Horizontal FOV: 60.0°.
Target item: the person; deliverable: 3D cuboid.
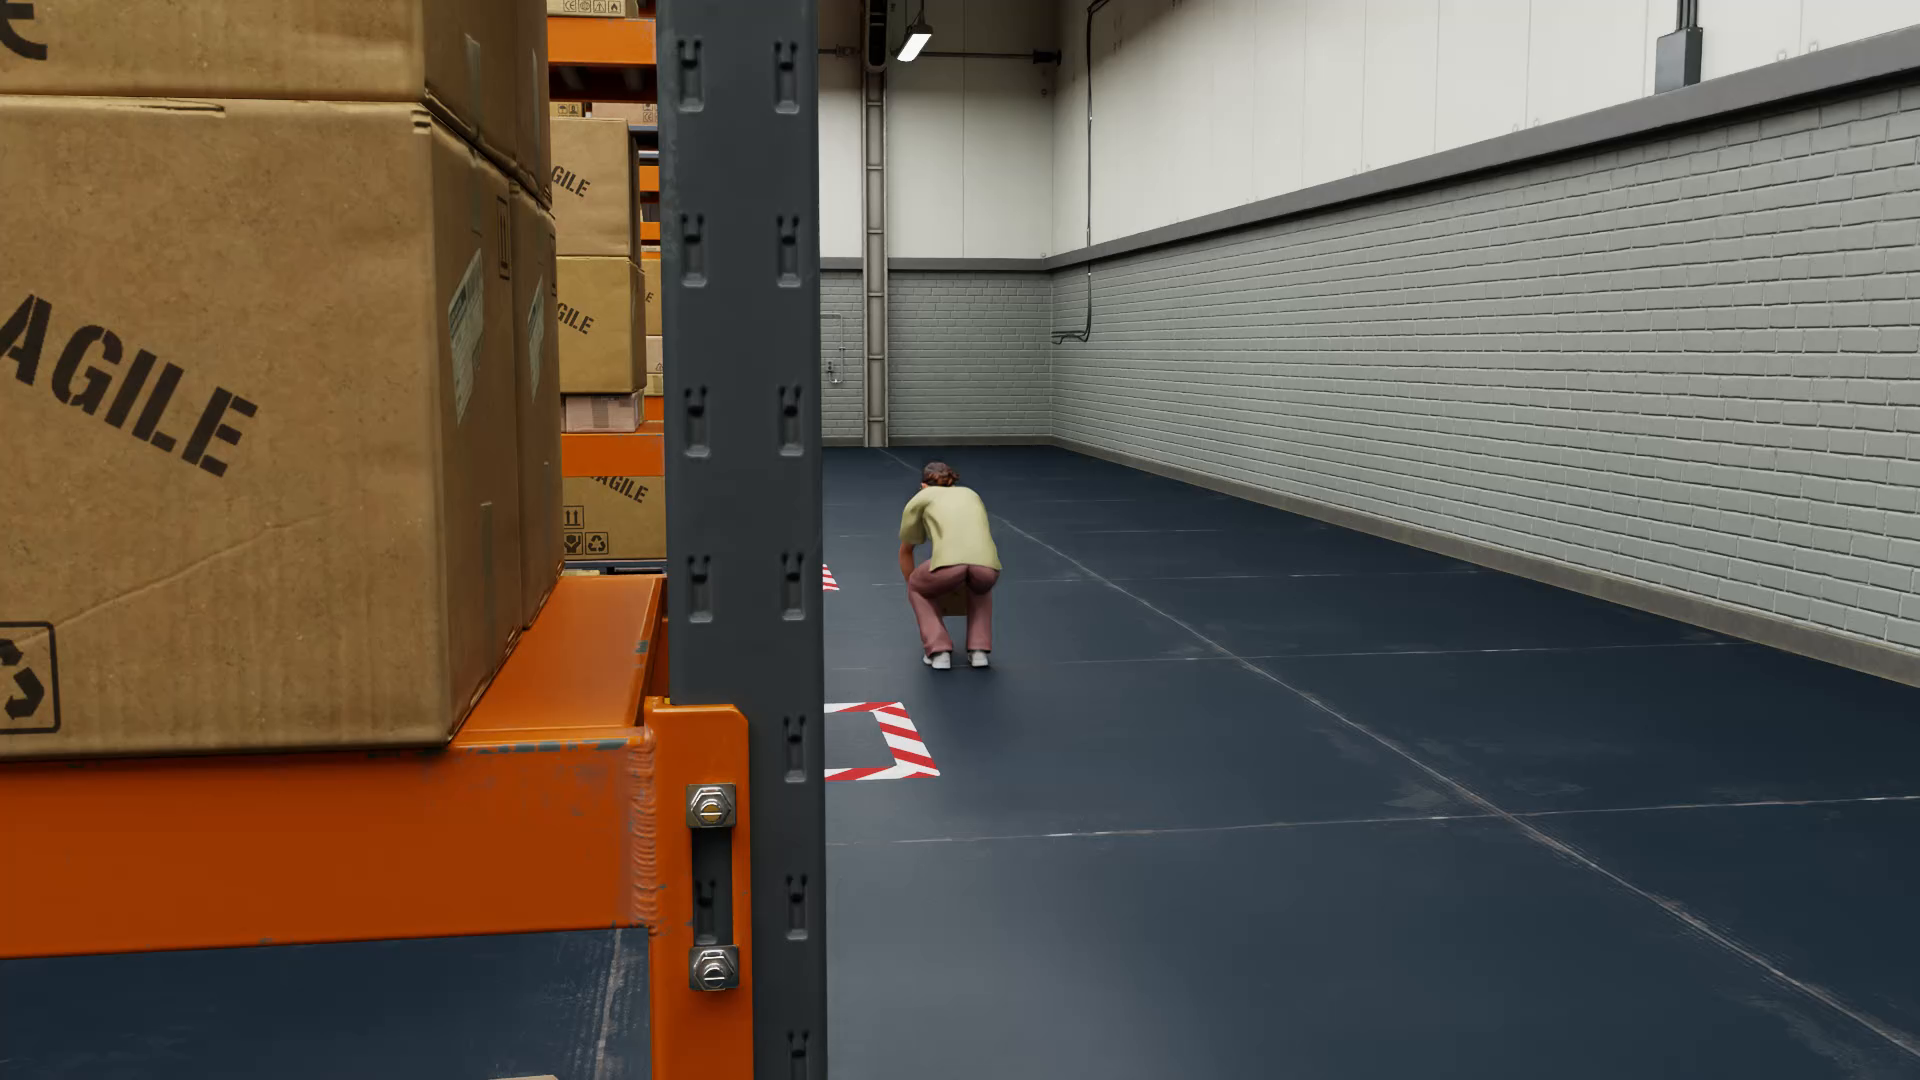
[{"bbox_3d":[-0.056,0.125,8.564,0.490,1.028,0.764,-1,7,-9],"label":"person"}]
